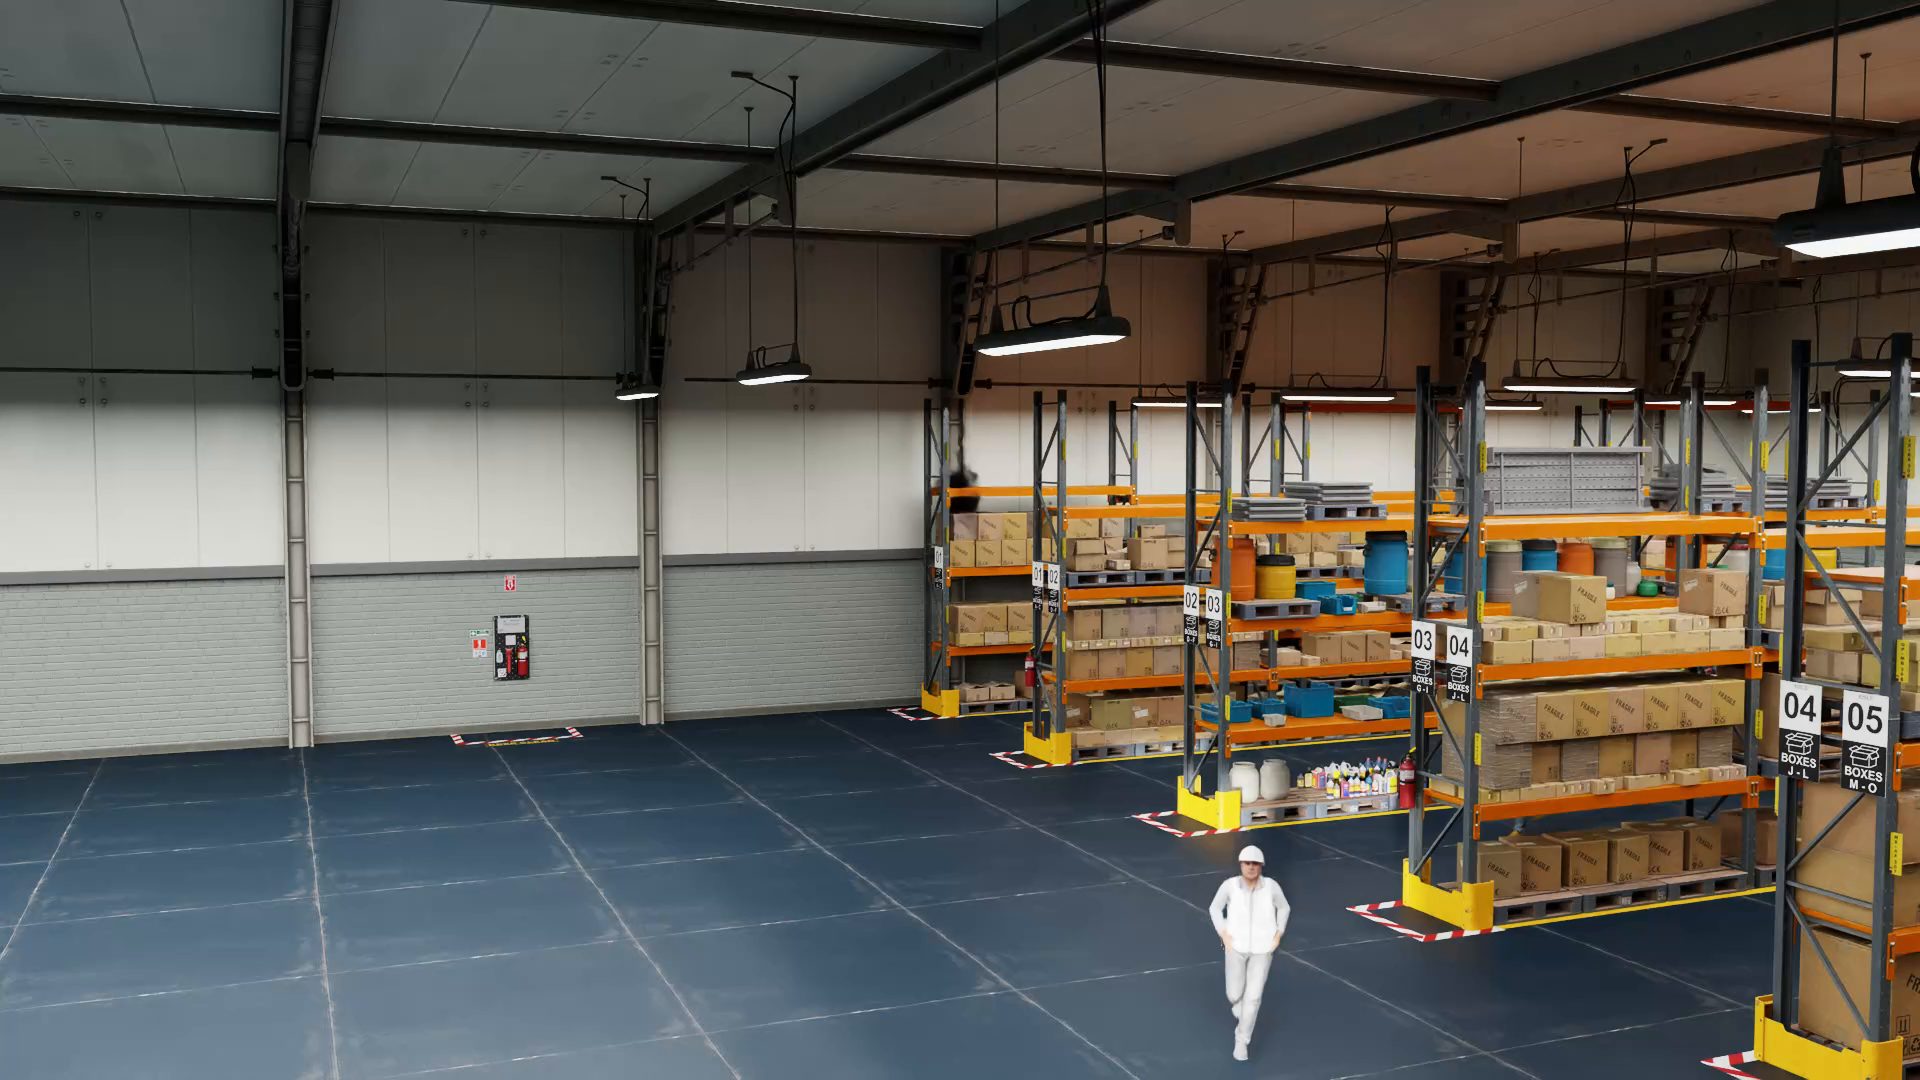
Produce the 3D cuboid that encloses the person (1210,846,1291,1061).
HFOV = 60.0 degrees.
[{"bbox_3d":[2.479,3.467,14.230,0.684,1.757,0.792,1,3,9],"label":"person"}]

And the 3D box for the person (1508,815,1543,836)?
[{"bbox_3d":[7.470,3.020,21.779,0.897,1.736,0.713,-2,4,-34],"label":"person"}]
